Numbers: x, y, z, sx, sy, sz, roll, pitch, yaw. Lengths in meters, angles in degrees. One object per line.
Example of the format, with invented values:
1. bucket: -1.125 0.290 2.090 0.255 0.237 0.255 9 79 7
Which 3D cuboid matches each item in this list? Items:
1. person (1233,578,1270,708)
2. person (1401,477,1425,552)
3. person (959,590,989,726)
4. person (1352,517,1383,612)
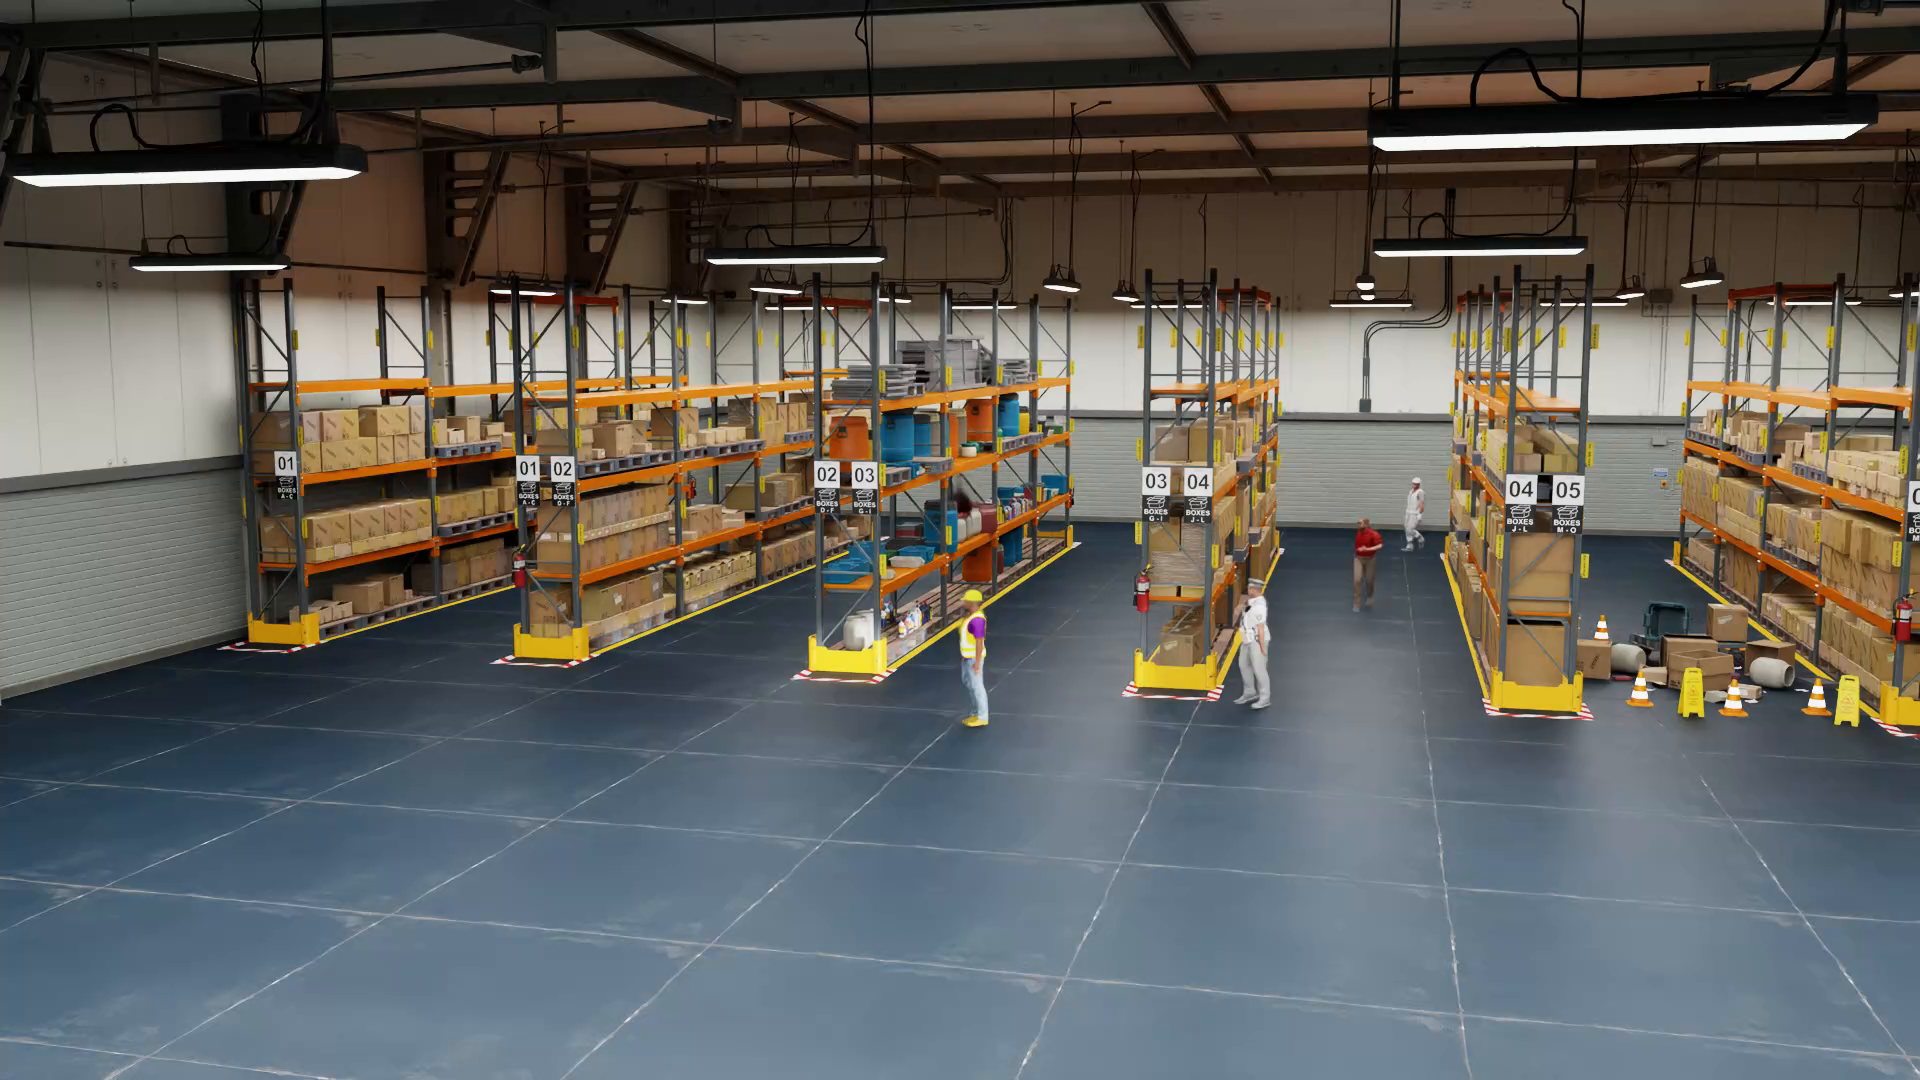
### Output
1. person: 4.006 1.413 22.794 0.442 1.802 0.684 -1 7 -10
2. person: 10.705 -0.598 39.223 0.522 1.775 0.614 -2 7 -15
3. person: 0.173 1.541 21.662 0.370 1.800 0.696 -1 7 -12
4. person: 7.613 0.448 31.009 0.530 1.780 0.846 2 7 18
